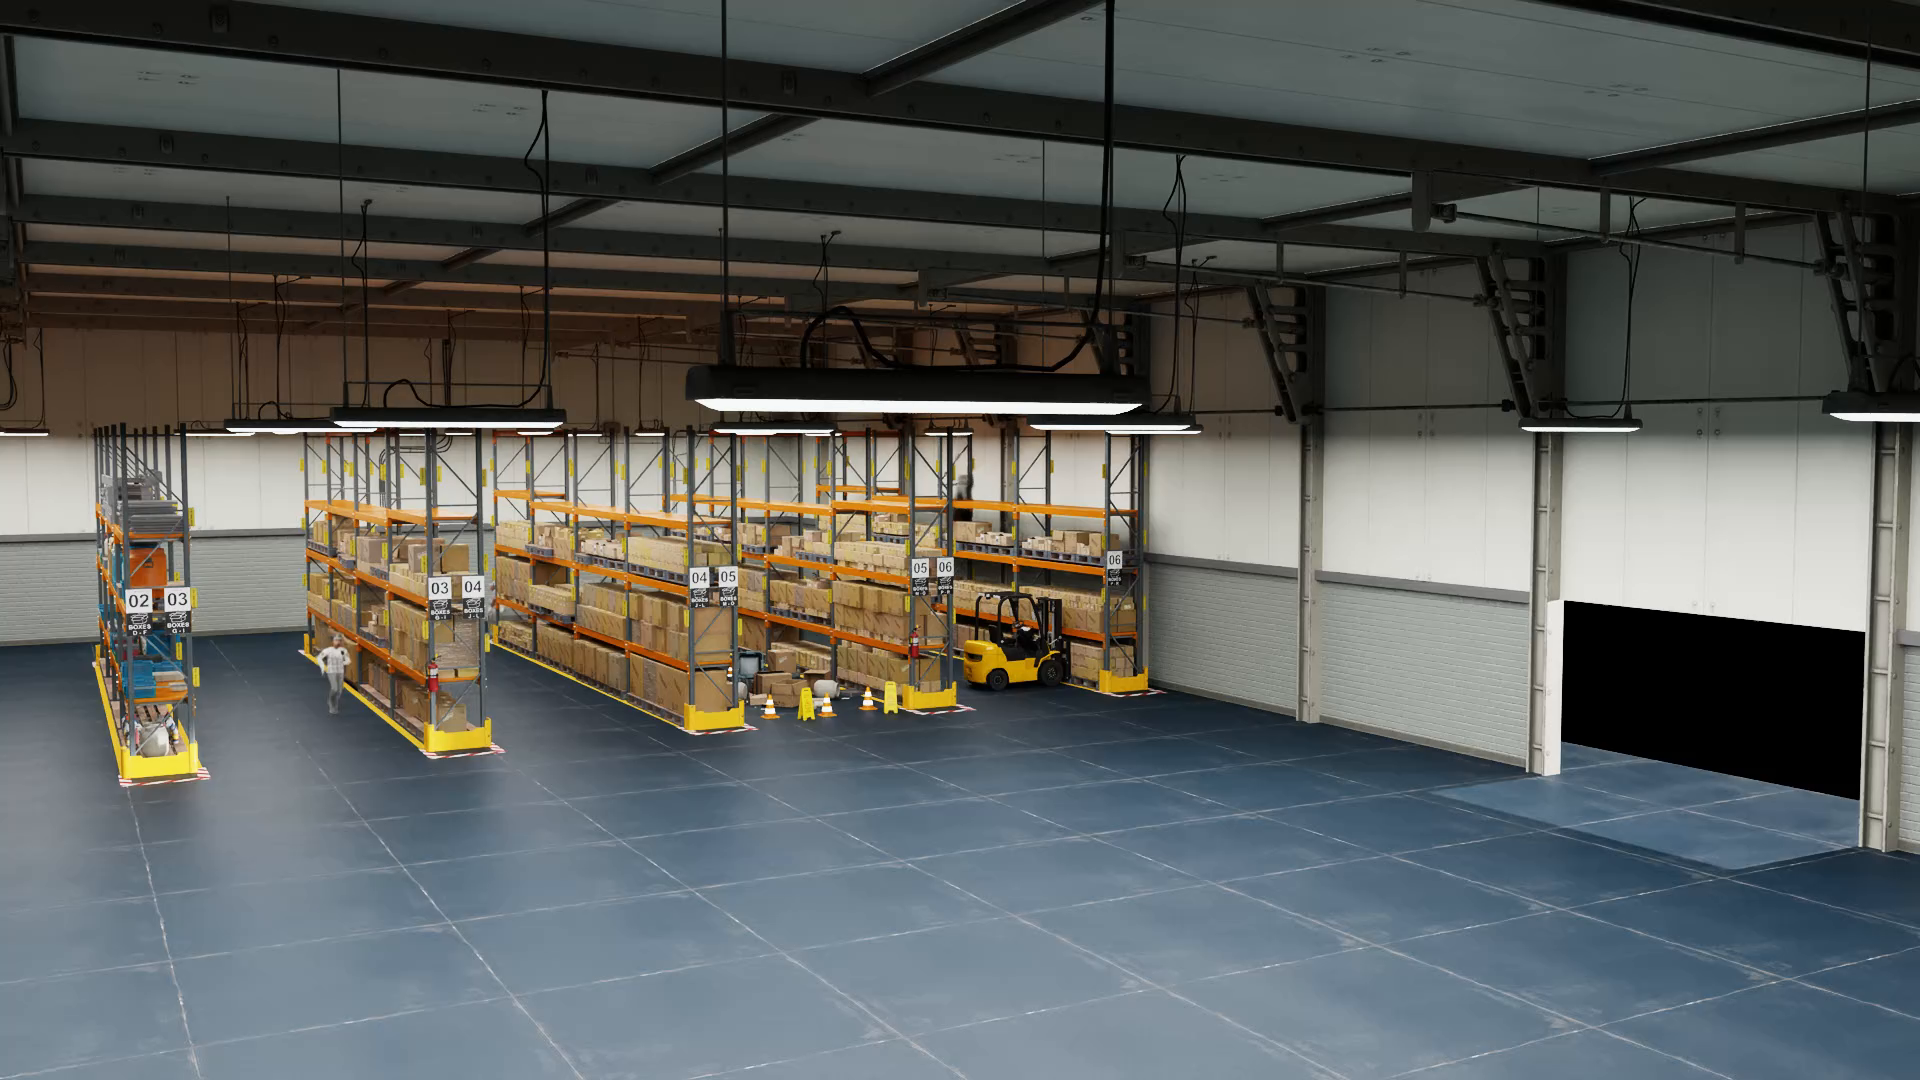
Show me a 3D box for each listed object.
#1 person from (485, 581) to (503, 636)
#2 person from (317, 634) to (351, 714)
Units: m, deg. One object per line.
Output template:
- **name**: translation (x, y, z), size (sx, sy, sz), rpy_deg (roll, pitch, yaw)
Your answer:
- **person**: translation (-13.473, 1.985, 48.171), size (0.673, 1.627, 0.853), rpy_deg (-1, 4, -13)
- **person**: translation (-12.954, 2.782, 34.538), size (0.598, 1.669, 0.611), rpy_deg (-3, 4, -39)
